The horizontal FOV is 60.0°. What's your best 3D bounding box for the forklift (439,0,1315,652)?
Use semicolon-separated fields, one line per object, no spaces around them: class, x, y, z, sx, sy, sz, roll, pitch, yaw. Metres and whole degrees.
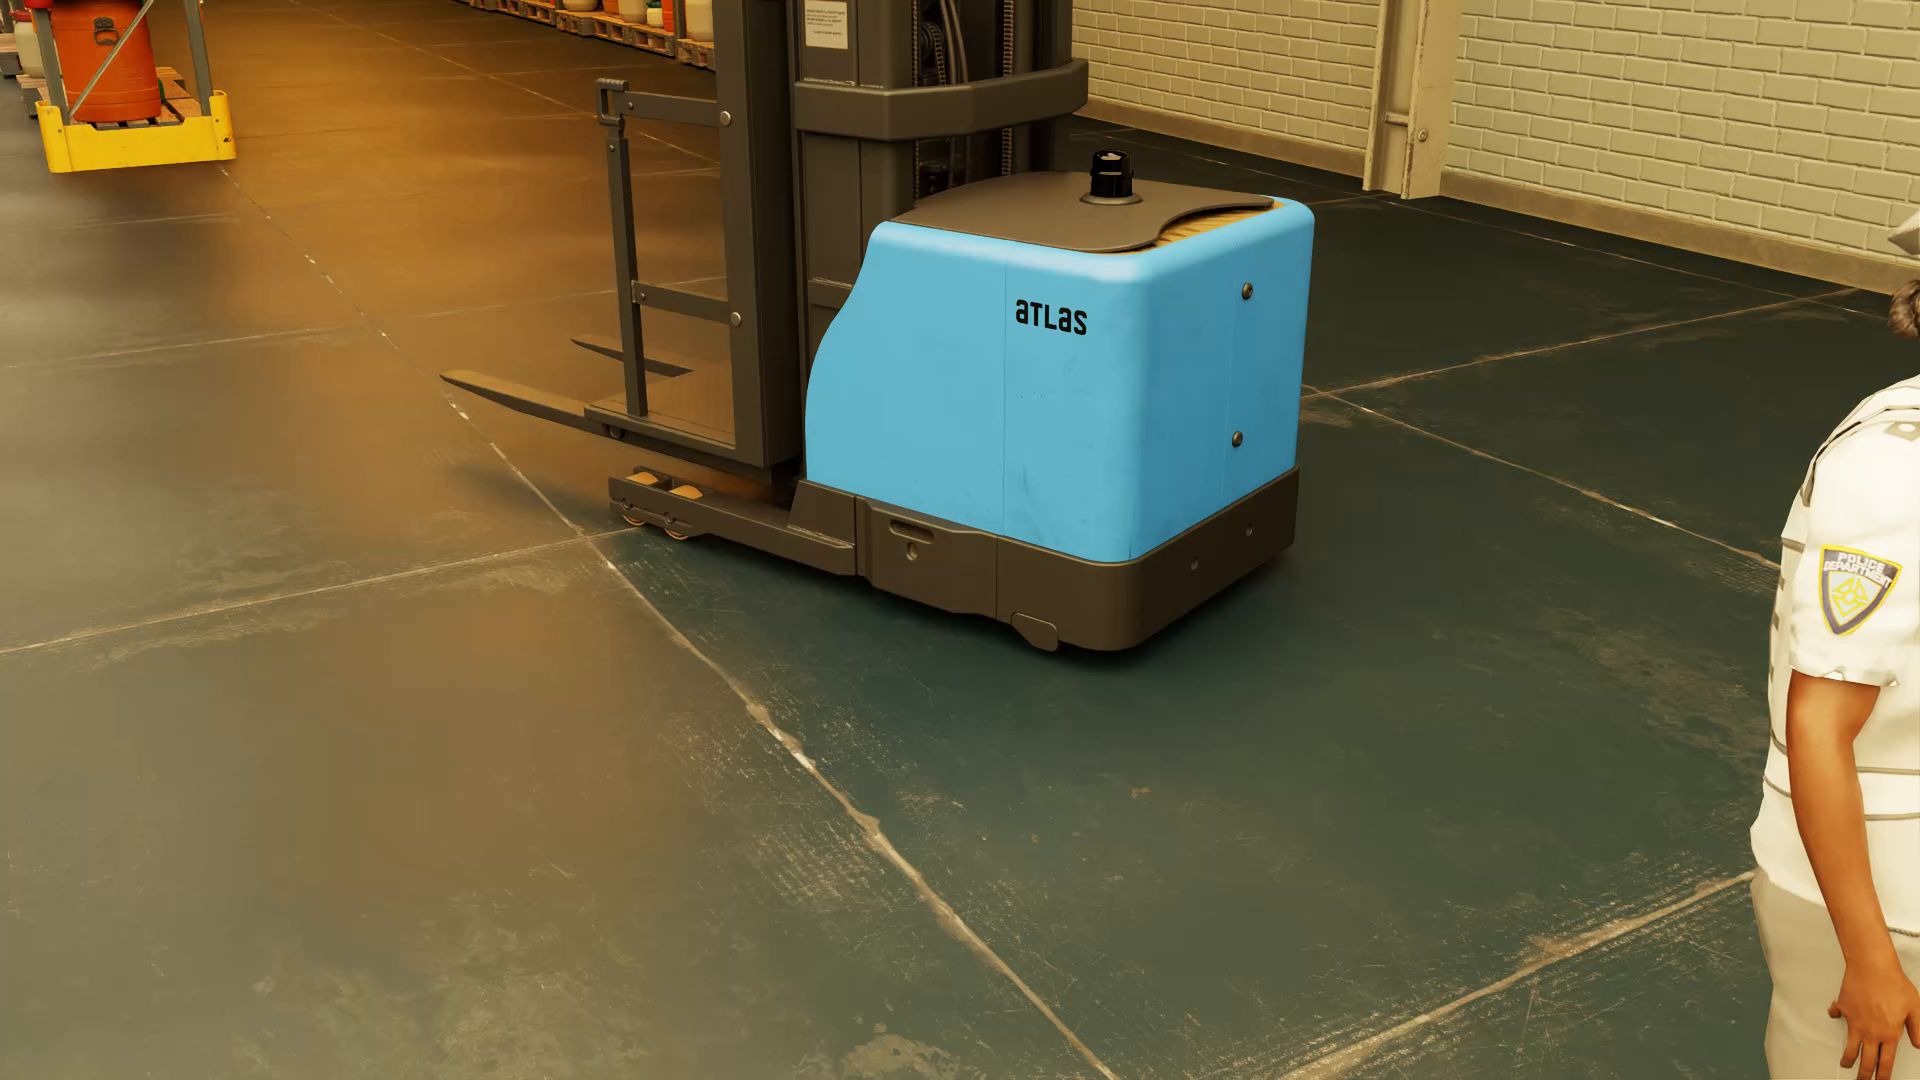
forklift;-0.481;-1.497;4.922;3.031;2.935;1.130;16;27;34

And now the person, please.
person;1.144;0.414;1.875;0.569;1.694;0.530;-18;29;-38
